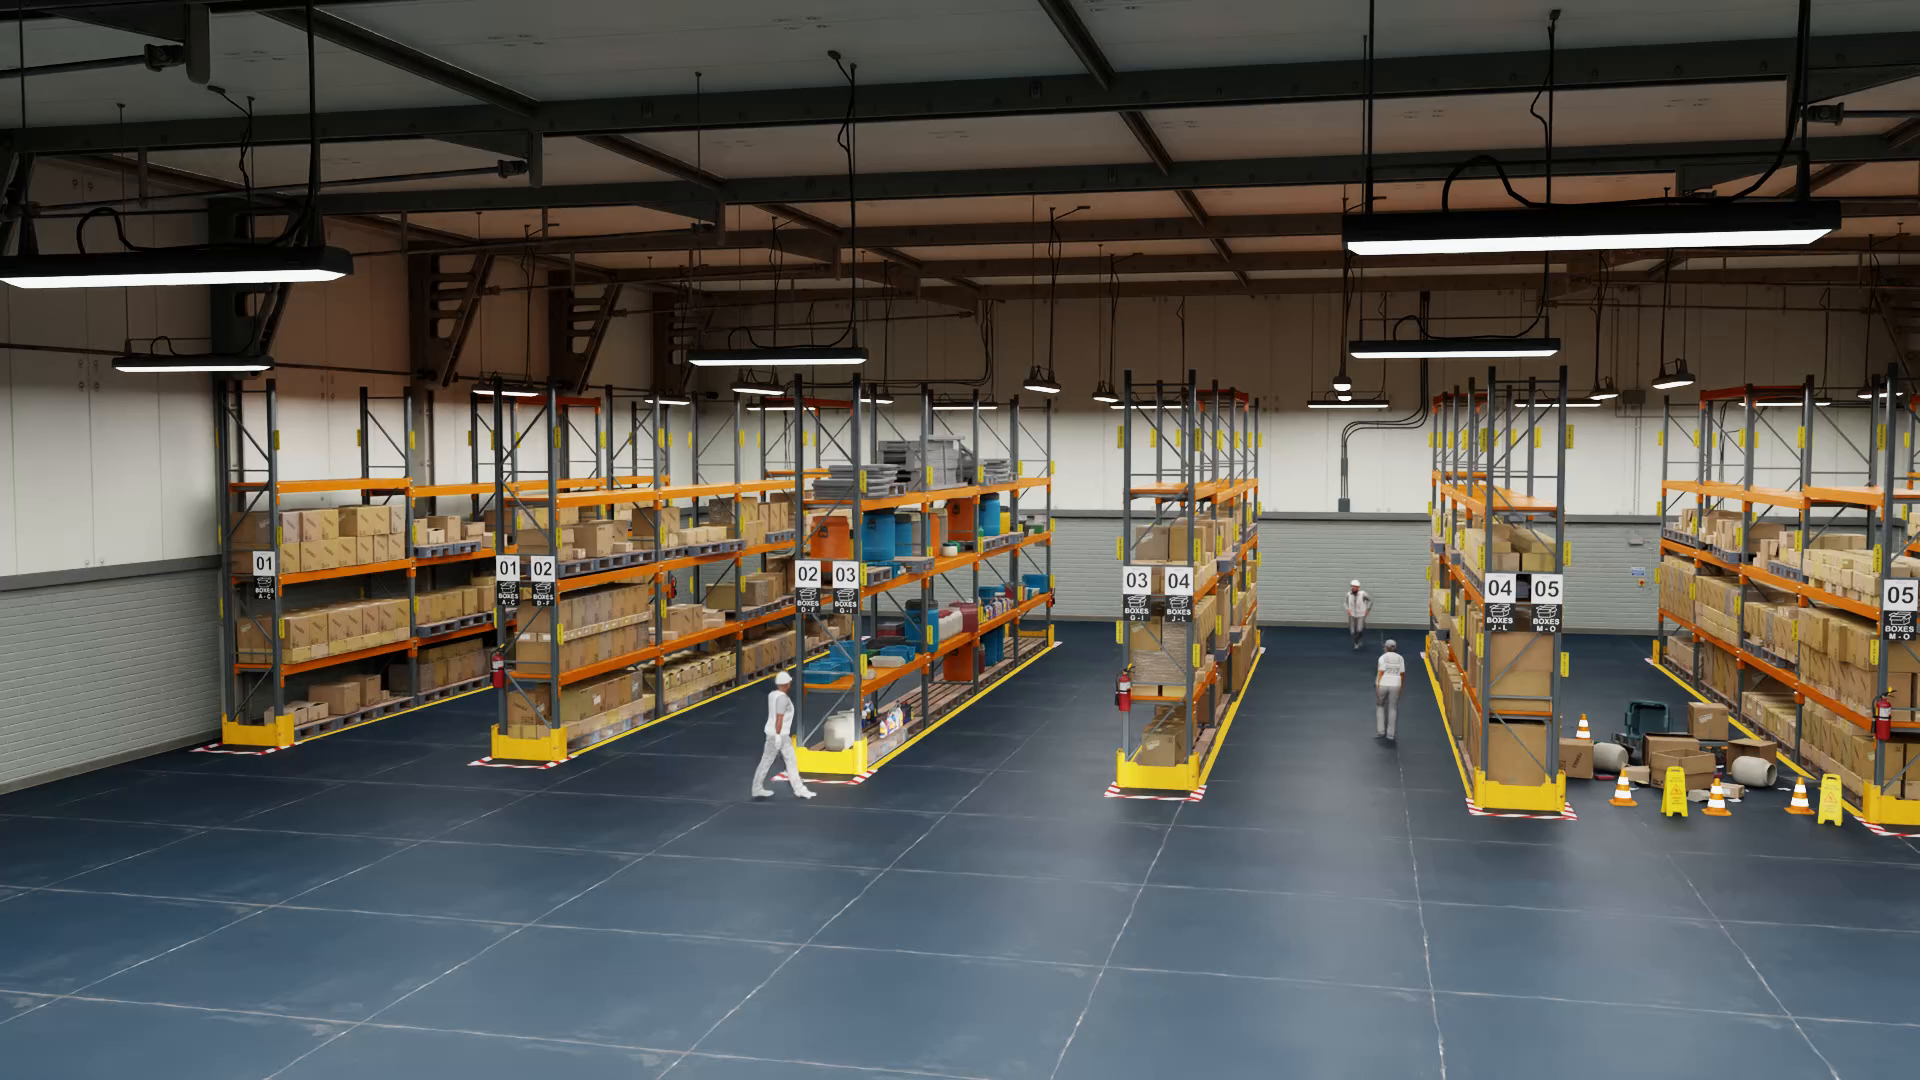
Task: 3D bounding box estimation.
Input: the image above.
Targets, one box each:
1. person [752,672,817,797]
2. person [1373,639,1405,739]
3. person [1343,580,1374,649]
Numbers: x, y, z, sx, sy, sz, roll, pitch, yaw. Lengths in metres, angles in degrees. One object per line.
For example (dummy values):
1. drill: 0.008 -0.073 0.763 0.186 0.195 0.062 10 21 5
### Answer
1. person: -2.480 2.718 23.271 0.880 1.752 0.624 -1 4 -19
2. person: 7.203 2.531 27.897 0.504 1.710 0.606 1 3 10
3. person: 9.507 1.781 39.693 0.703 1.683 0.712 1 4 22
